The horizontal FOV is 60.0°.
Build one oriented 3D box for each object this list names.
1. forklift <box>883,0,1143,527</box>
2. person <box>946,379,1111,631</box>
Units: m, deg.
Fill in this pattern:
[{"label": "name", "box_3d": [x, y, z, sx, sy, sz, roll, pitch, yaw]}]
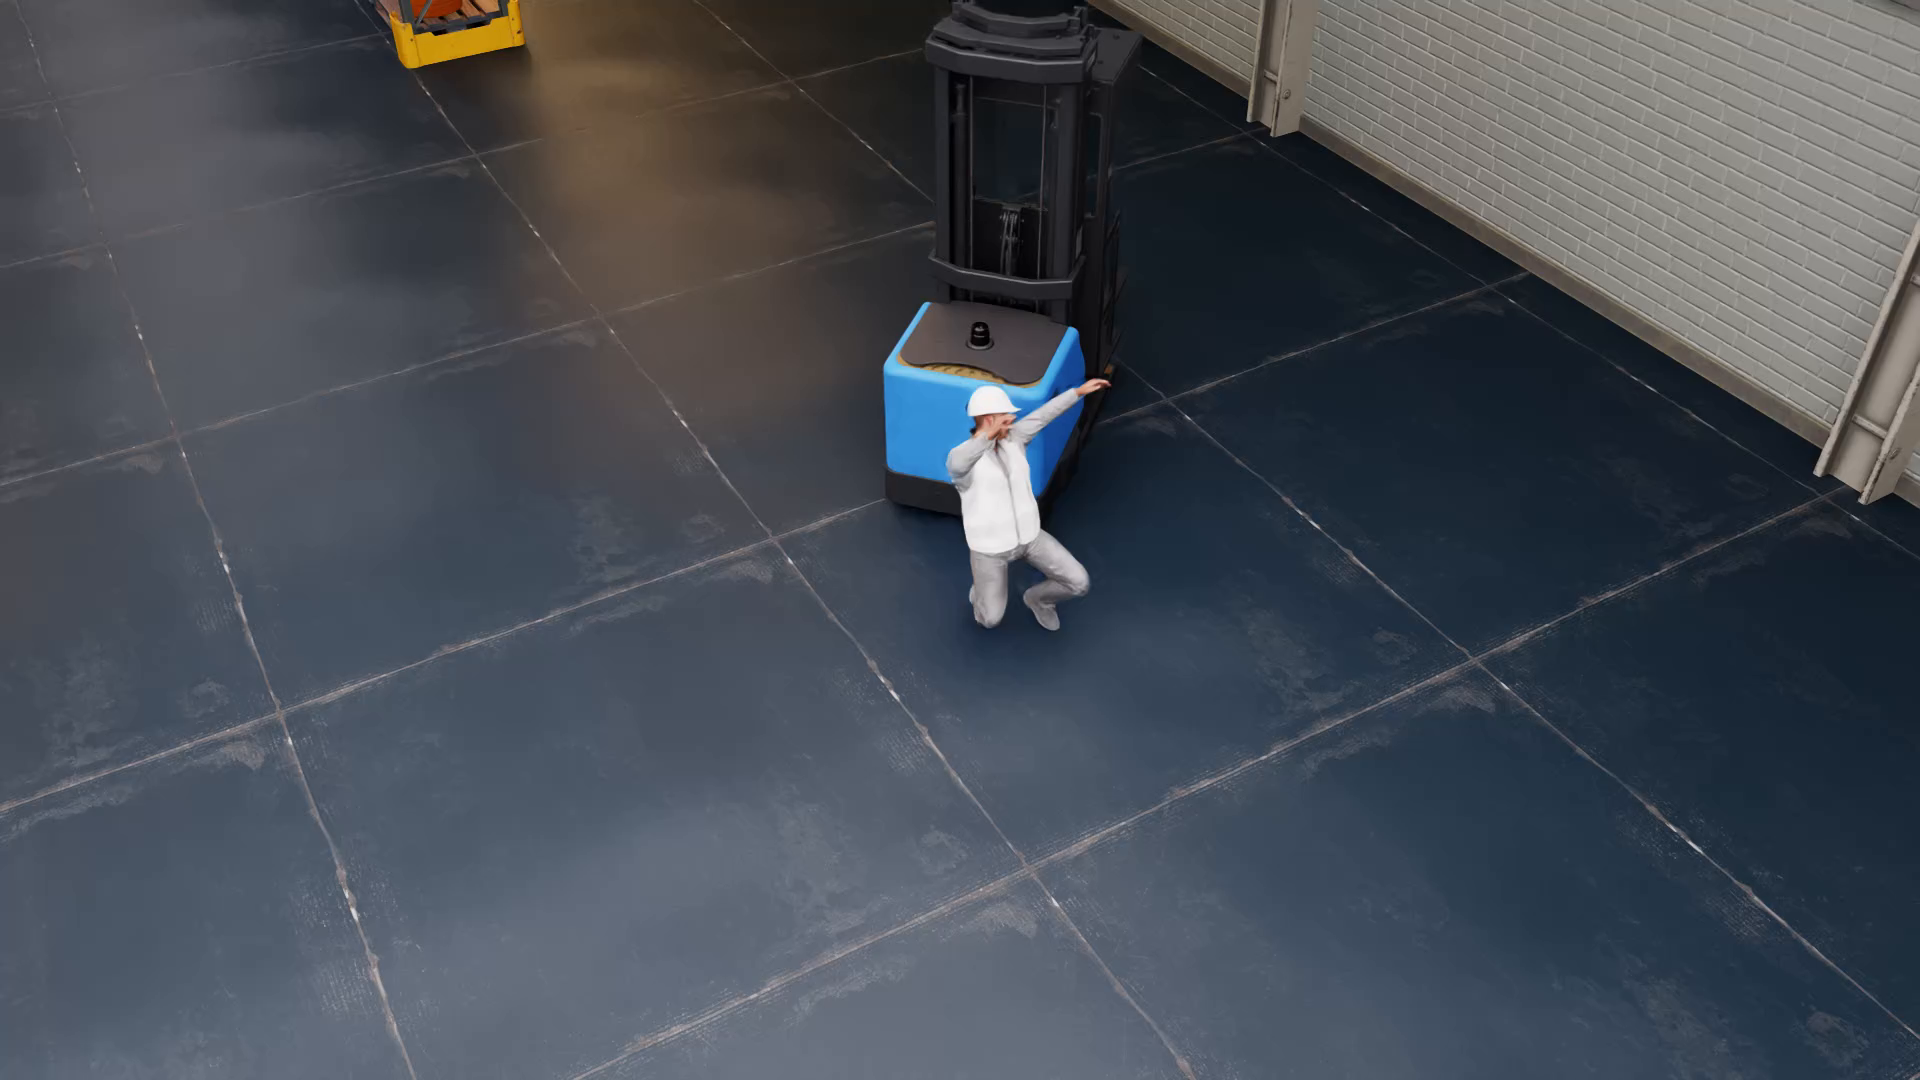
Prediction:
[{"label": "forklift", "box_3d": [0.468, -2.141, 10.618, 1.130, 2.935, 3.031, 12, 41, 14]}, {"label": "person", "box_3d": [0.434, -0.176, 9.304, 1.058, 1.620, 0.848, -20, 44, -22]}]
